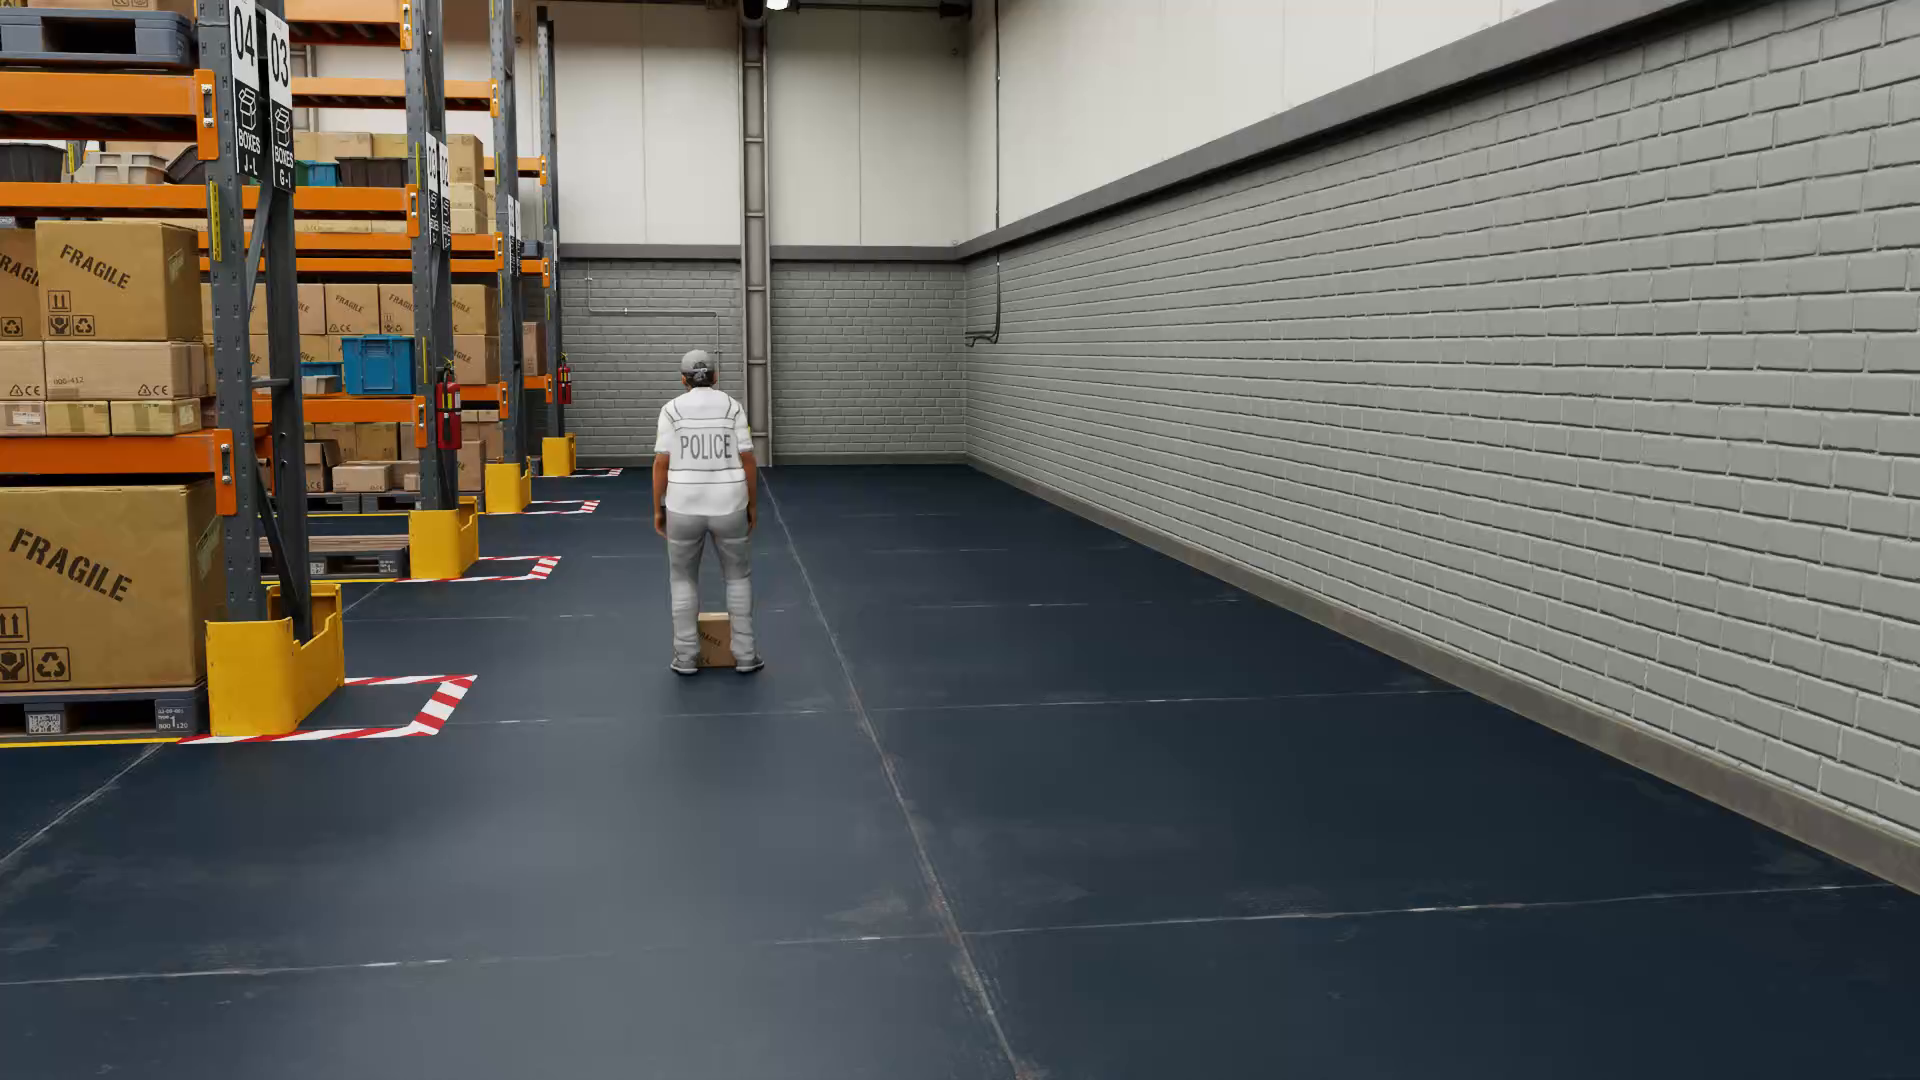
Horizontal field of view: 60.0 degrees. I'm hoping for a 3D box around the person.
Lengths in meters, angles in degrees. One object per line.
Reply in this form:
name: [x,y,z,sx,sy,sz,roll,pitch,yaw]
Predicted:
person: [-1.298,-0.147,8.581,0.564,1.667,0.465,-1,7,-12]
